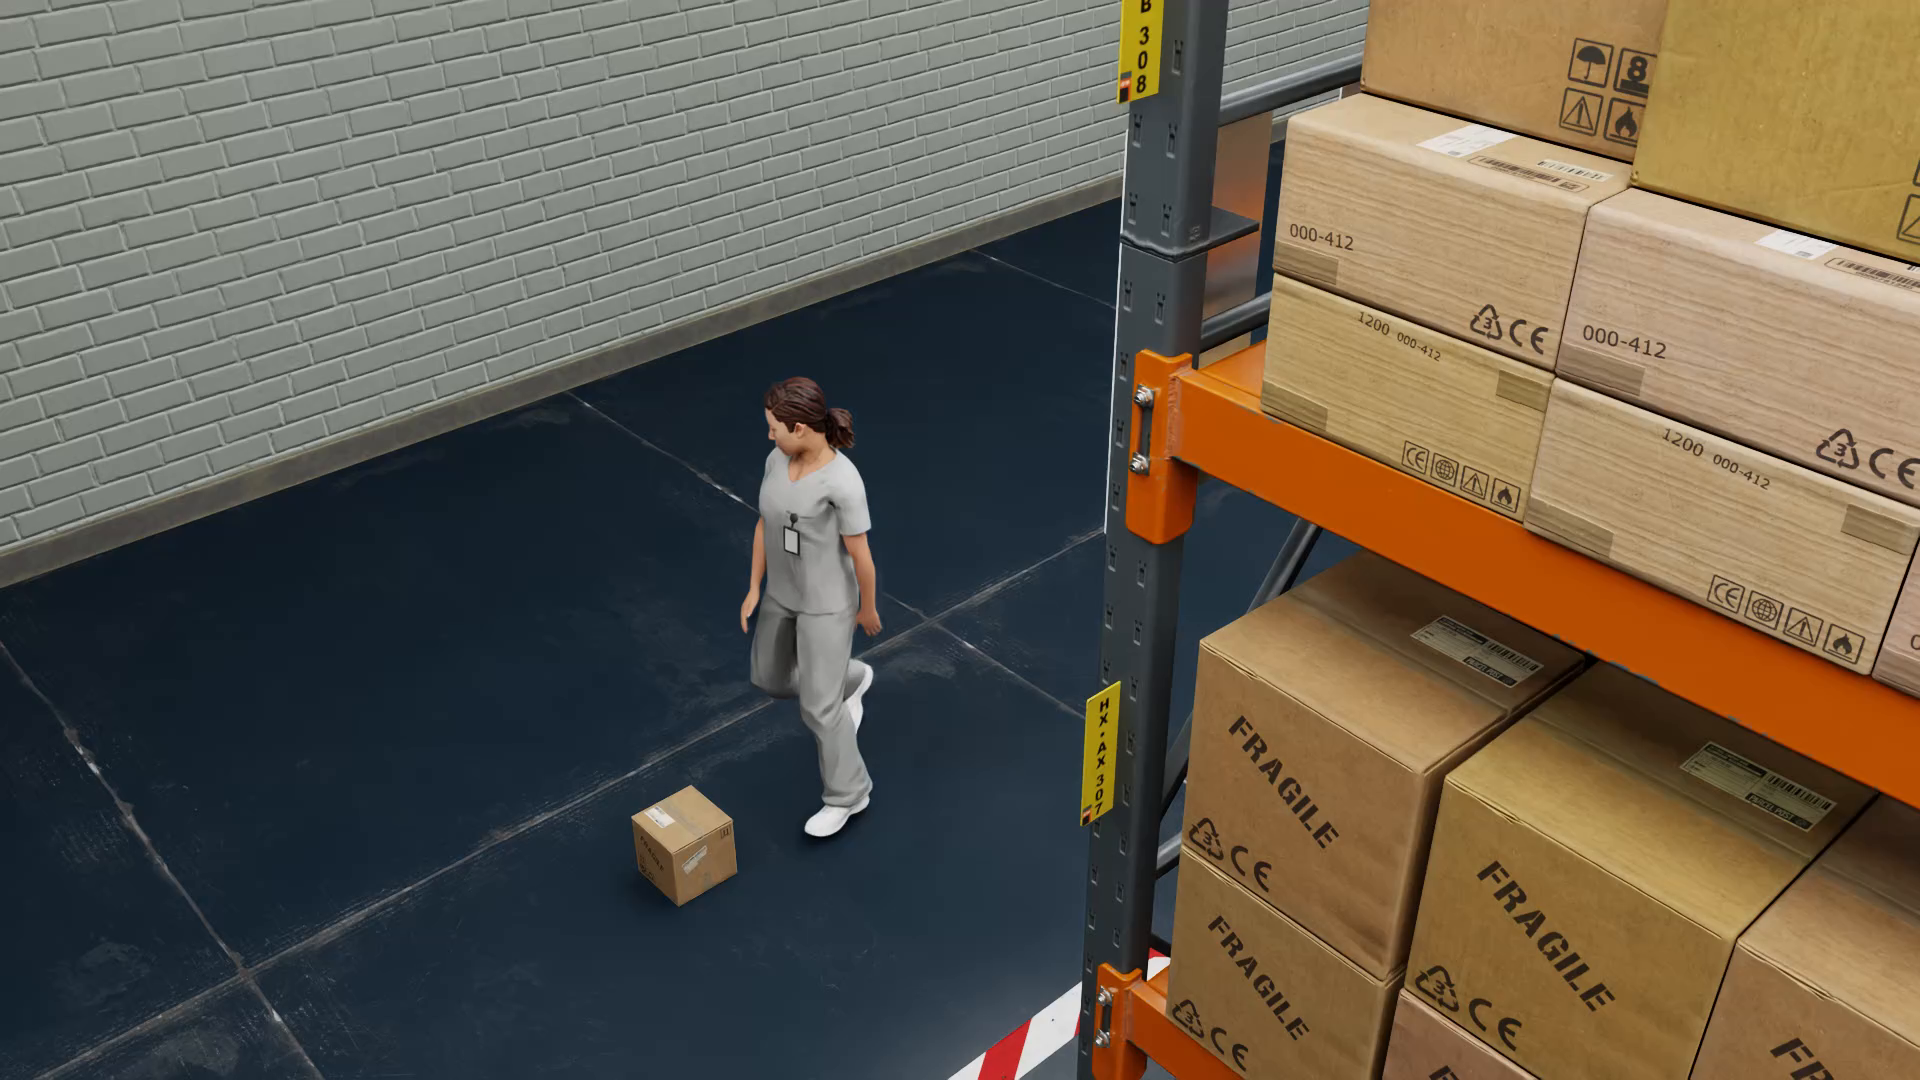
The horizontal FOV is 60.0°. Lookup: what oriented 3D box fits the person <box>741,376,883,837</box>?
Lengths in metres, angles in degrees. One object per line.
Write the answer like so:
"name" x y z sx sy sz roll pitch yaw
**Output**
"person" -0.471 0.188 5.814 0.494 1.640 0.633 25 40 35
